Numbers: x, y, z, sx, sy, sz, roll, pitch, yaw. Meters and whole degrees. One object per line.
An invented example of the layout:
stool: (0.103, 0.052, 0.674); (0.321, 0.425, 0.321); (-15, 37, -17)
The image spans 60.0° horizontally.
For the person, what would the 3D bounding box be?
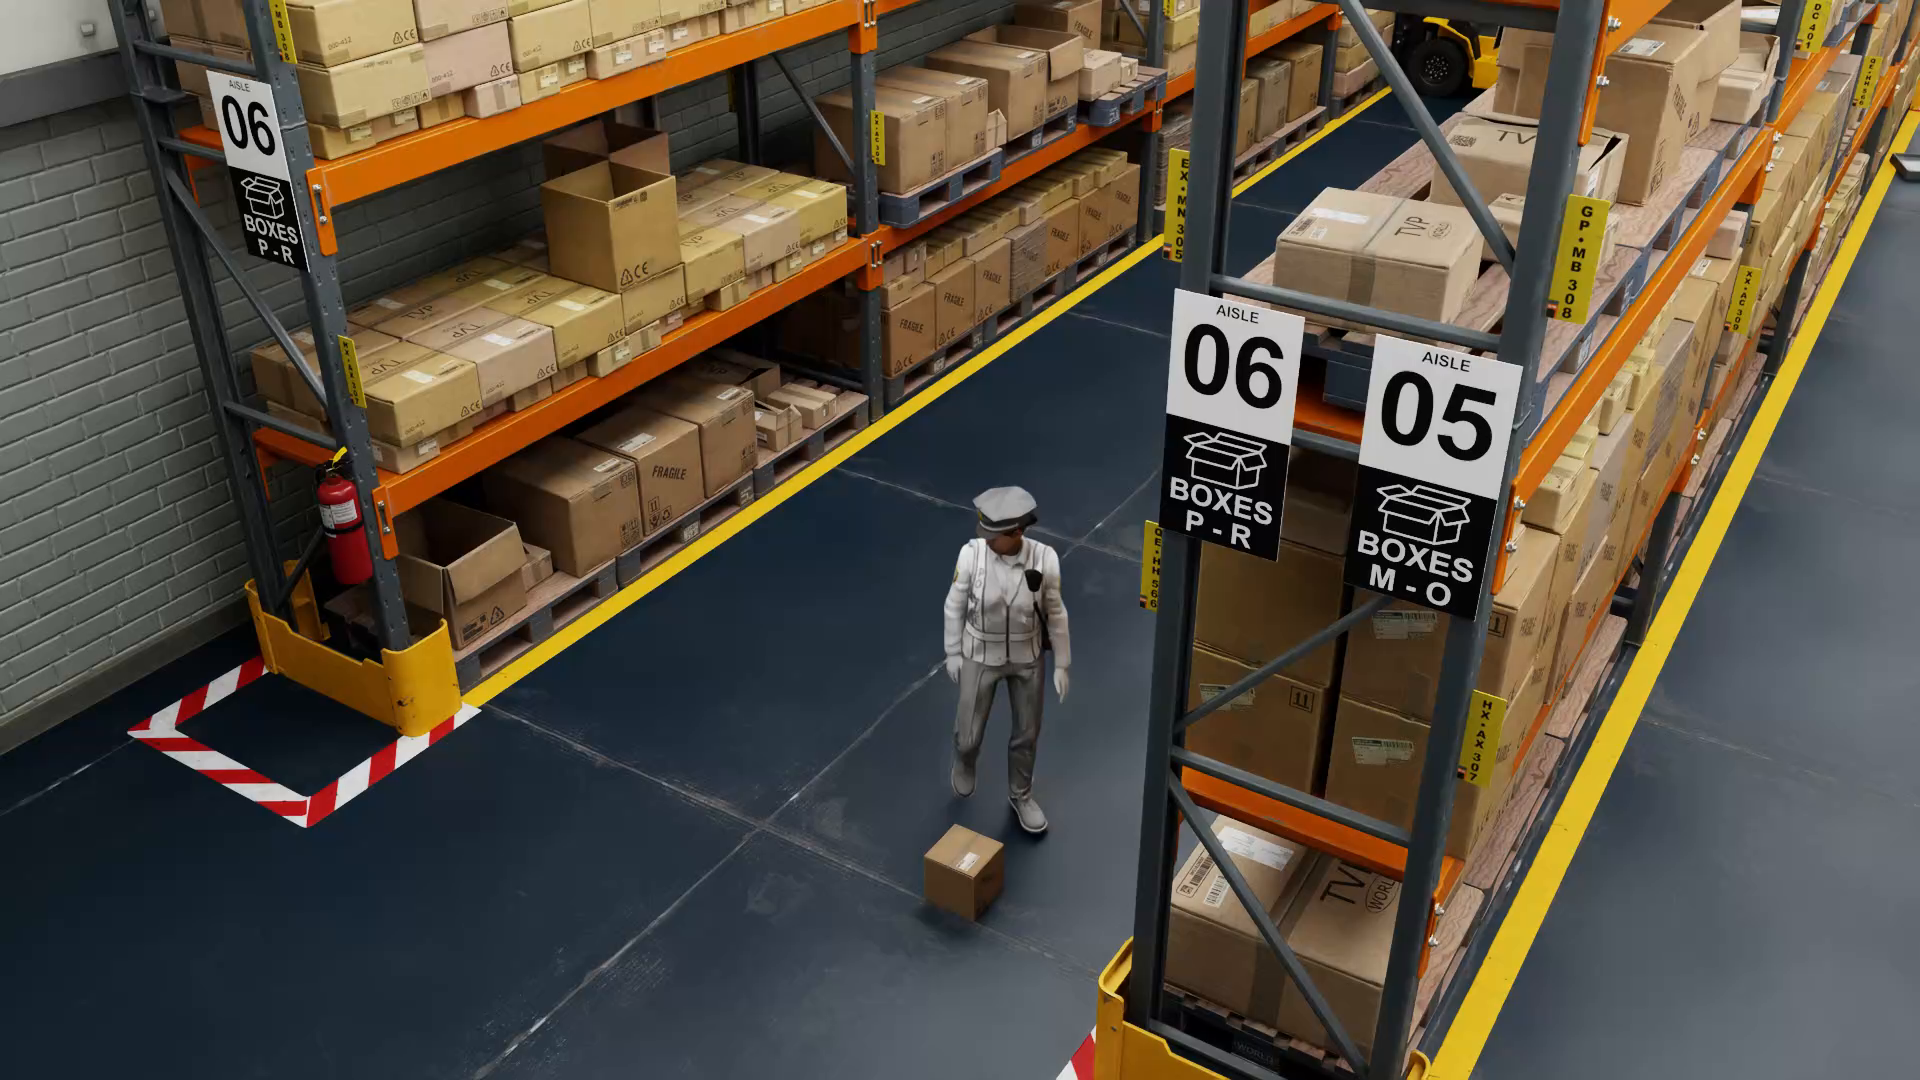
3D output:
person: (0.208, 0.537, 7.237); (0.542, 1.670, 0.412); (-2, 31, -3)
